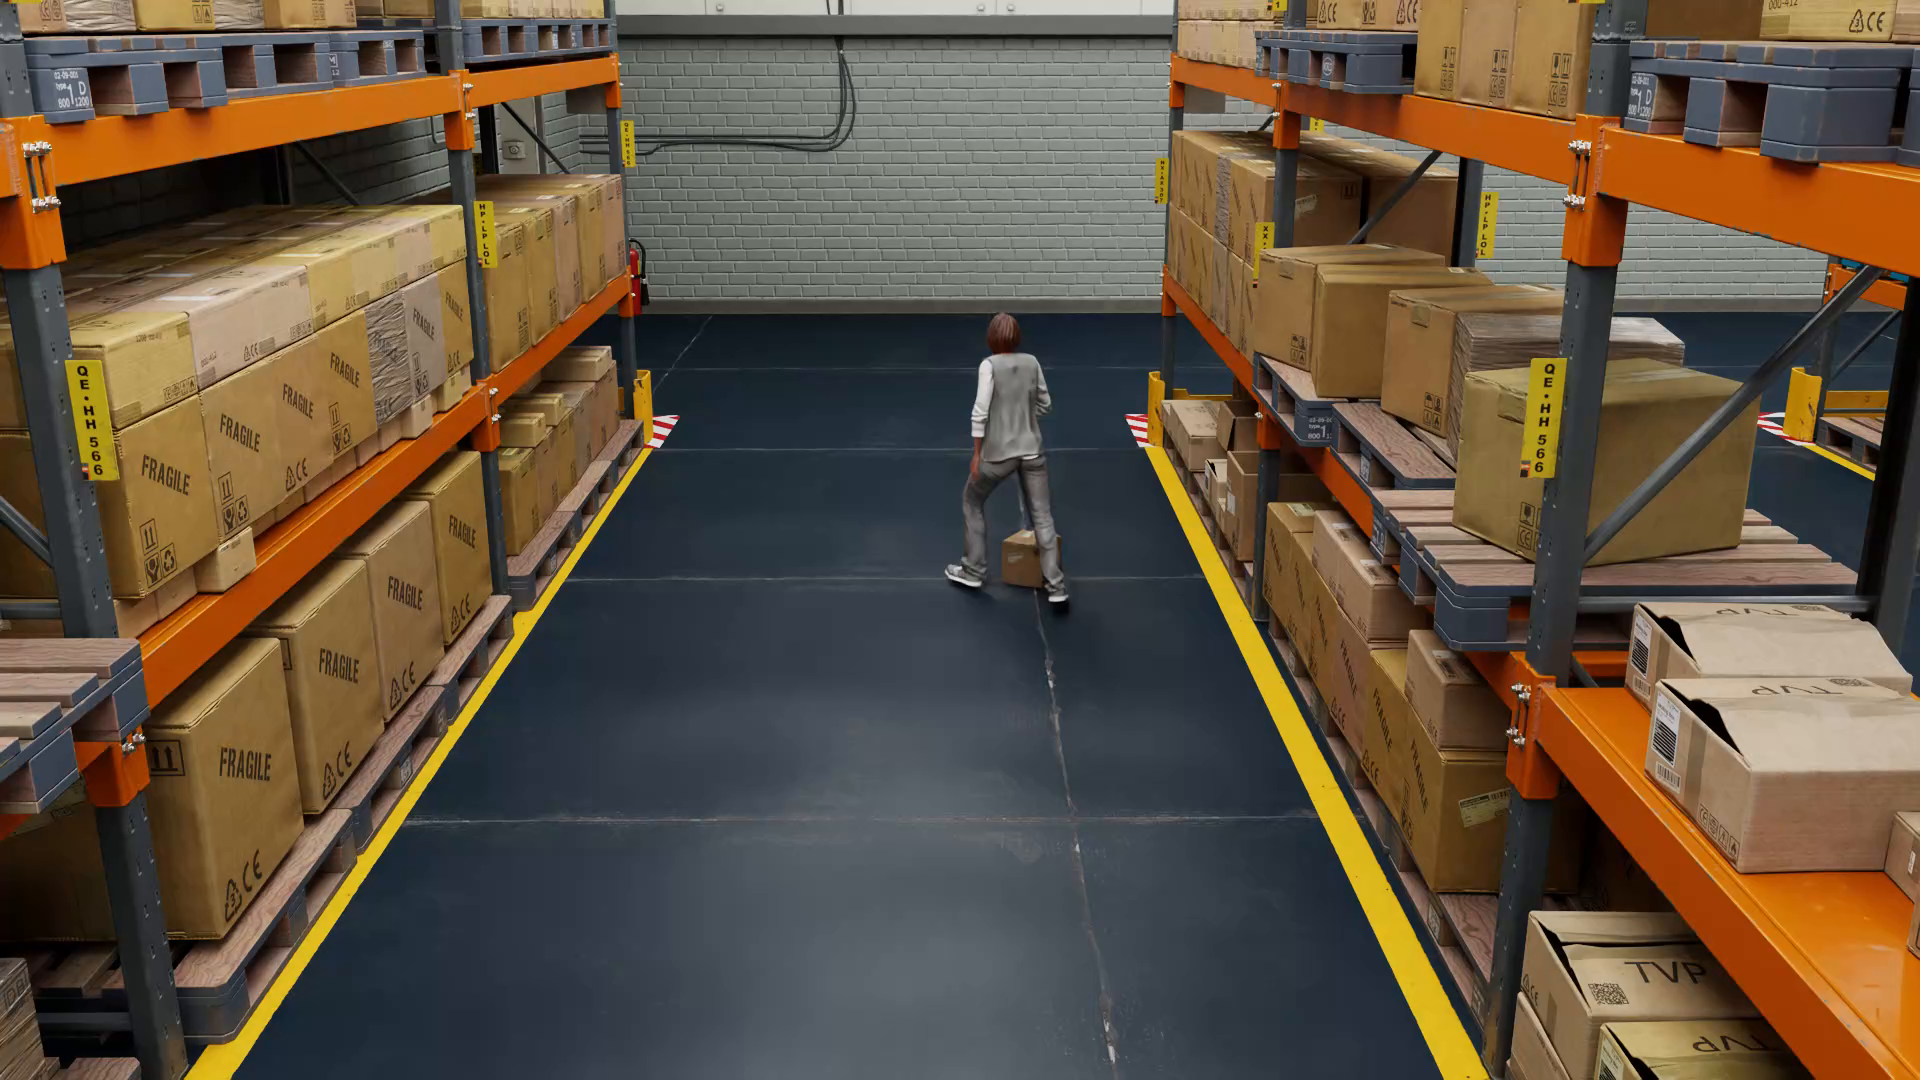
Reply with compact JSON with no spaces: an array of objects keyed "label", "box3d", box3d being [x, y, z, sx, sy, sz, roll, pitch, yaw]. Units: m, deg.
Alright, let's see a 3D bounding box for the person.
[{"label":"person","box3d":[0.284,-0.442,9.027,0.550,1.520,0.783,-6,18,-19]}]
